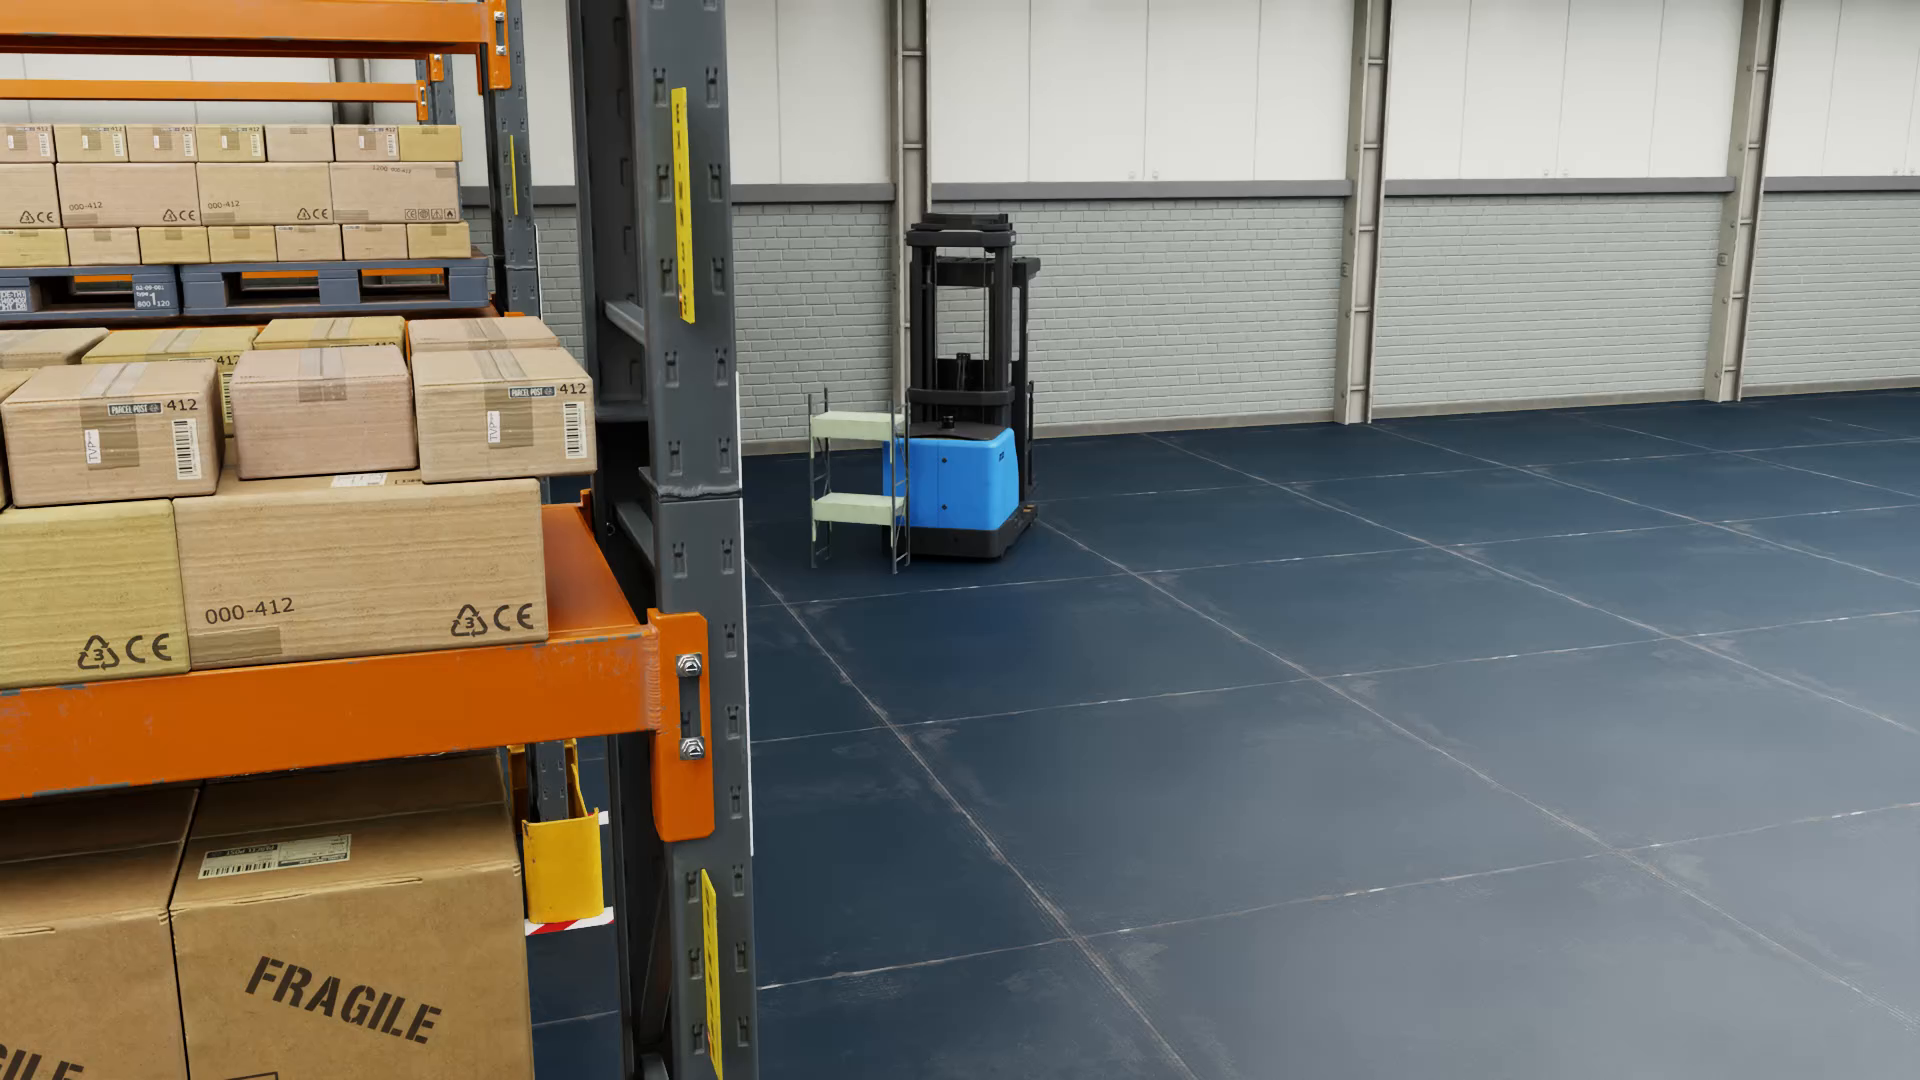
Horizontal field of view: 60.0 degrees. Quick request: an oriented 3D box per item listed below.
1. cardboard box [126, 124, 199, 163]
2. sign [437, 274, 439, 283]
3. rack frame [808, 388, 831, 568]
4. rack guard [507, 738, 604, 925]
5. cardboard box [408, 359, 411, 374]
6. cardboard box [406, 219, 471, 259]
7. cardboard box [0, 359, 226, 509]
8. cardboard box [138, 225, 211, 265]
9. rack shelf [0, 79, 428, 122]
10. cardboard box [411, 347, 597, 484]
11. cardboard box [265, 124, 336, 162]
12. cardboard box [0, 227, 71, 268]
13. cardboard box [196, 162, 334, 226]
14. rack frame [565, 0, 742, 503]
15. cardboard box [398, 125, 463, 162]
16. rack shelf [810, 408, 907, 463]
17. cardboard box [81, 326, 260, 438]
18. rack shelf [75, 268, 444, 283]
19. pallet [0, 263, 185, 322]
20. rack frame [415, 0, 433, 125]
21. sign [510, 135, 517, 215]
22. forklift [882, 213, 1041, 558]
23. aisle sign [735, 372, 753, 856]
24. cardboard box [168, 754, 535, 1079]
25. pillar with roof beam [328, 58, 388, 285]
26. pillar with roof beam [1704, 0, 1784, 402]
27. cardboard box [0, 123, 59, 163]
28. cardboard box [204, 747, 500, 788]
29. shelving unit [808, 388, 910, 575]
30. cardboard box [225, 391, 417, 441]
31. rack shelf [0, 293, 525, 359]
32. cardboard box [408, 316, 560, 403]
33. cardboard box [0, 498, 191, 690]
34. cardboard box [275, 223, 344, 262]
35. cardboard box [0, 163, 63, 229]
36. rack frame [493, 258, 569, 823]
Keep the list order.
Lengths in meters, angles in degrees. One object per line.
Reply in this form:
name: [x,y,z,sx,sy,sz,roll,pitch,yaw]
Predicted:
cardboard box: [-3.214,-1.610,6.750,0.250,0.149,0.380,-4,14,-18]
sign: [-5.142,-2.531,16.394,0.005,0.325,0.100,-4,14,-18]
rack frame: [-1.201,-0.532,14.246,0.023,1.500,0.400,4,14,17]
rack guard: [-2.018,1.409,8.248,0.348,0.500,1.175,-4,14,-18]
cardboard box: [-4.130,-1.478,11.962,0.500,0.500,0.700,-5,14,-19]
cardboard box: [-2.248,-1.297,7.157,0.250,0.149,0.380,-4,14,-18]
cardboard box: [-1.227,-0.164,2.438,0.250,0.149,0.380,-5,14,-21]
cardboard box: [-3.213,-1.222,6.841,0.250,0.149,0.380,-5,14,-19]
rack shelf: [-7.197,-4.199,15.874,4.000,0.370,1.077,-4,14,-18]
cardboard box: [-0.718,-0.202,2.597,0.250,0.149,0.380,-4,14,-18]
cardboard box: [-2.732,-1.647,6.908,0.250,0.149,0.380,-4,14,-17]
cardboard box: [-3.693,-1.184,6.685,0.250,0.149,0.380,-4,14,-17]
cardboard box: [-2.890,-1.456,6.963,0.500,0.250,0.500,-4,14,-18]
rack frame: [-0.554,-1.629,2.652,0.127,3.000,1.000,-4,14,-18]
cardboard box: [-2.252,-1.684,7.063,0.250,0.149,0.380,-4,14,-18]
rack shelf: [-0.851,-0.887,14.051,0.720,0.370,0.431,4,14,17]
cardboard box: [-1.366,-0.278,2.915,0.250,0.149,0.380,-5,14,-19]
rack shelf: [-5.611,-1.846,11.600,4.000,0.370,1.077,-4,14,-18]
pallet: [-3.899,-1.074,6.992,1.213,0.211,1.003,-4,14,-18]
rack frame: [-5.302,-4.891,16.365,0.127,3.000,1.000,-4,14,-18]
sign: [-1.881,-1.537,7.006,0.005,0.325,0.100,-4,14,-18]
forklift: [0.134,-1.567,15.503,1.130,2.935,3.031,3,14,12]
aisle sign: [-0.400,0.086,2.788,0.004,0.787,0.394,-4,14,-18]
cardboard box: [-0.997,0.705,2.786,0.500,0.500,0.500,-4,14,-18]
pillar with roof beam: [-4.876,-4.093,13.011,0.400,9.000,9.100,-4,14,-18]
pillar with roof beam: [12.184,-5.421,18.596,0.400,9.000,9.100,-4,14,-18]
cardboard box: [-3.697,-1.572,6.590,0.250,0.149,0.380,-4,14,-18]
cardboard box: [-1.163,0.591,3.265,0.500,0.500,0.500,-4,14,-18]
shelving unit: [-0.851,-0.507,14.142,0.755,1.500,0.431,4,14,17]
cardboard box: [-1.094,-0.118,3.106,0.500,0.250,0.500,-4,14,-16]
rack shelf: [-3.936,-0.767,7.067,4.000,0.370,1.077,-4,14,-18]
cardboard box: [-0.889,-0.321,3.098,0.250,0.149,0.380,-5,14,-18]
cardboard box: [-1.403,0.032,2.475,0.500,0.250,0.500,-4,14,-18]
cardboard box: [-2.730,-1.259,7.000,0.250,0.149,0.380,-4,14,-17]
cardboard box: [-3.844,-1.382,6.652,0.500,0.250,0.500,-4,14,-18]
rack frame: [-2.041,0.194,7.951,0.127,3.000,1.000,-4,14,-18]
